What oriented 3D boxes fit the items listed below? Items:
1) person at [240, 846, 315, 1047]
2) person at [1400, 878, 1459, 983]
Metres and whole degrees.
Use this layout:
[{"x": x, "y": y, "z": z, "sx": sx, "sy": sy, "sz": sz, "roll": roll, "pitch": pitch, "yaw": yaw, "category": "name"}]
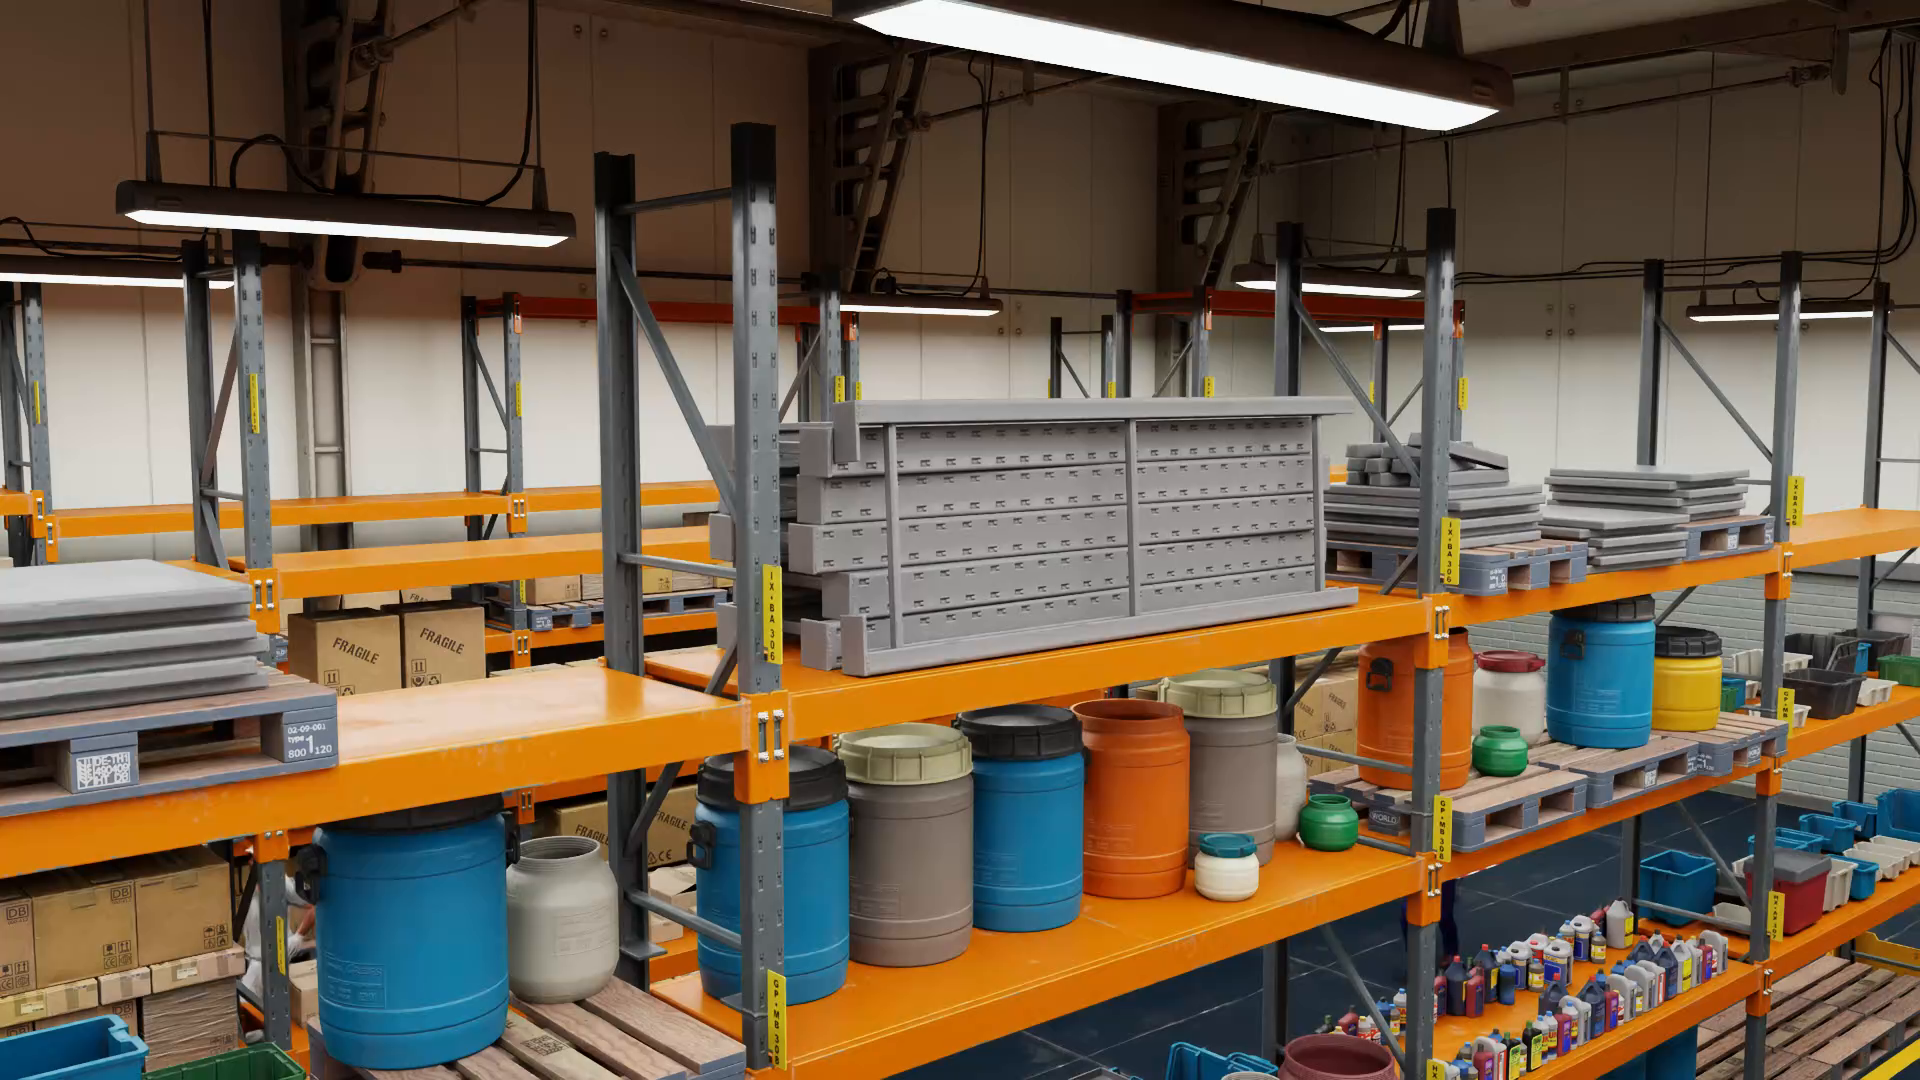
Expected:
[{"x": -5.154, "y": 3.119, "z": 12.398, "sx": 0.756, "sy": 1.812, "sz": 0.646, "roll": -5, "pitch": 7, "yaw": -42, "category": "person"}, {"x": 4.095, "y": 2.998, "z": 14.436, "sx": 0.571, "sy": 1.693, "sz": 0.823, "roll": 4, "pitch": 7, "yaw": 38, "category": "person"}]
